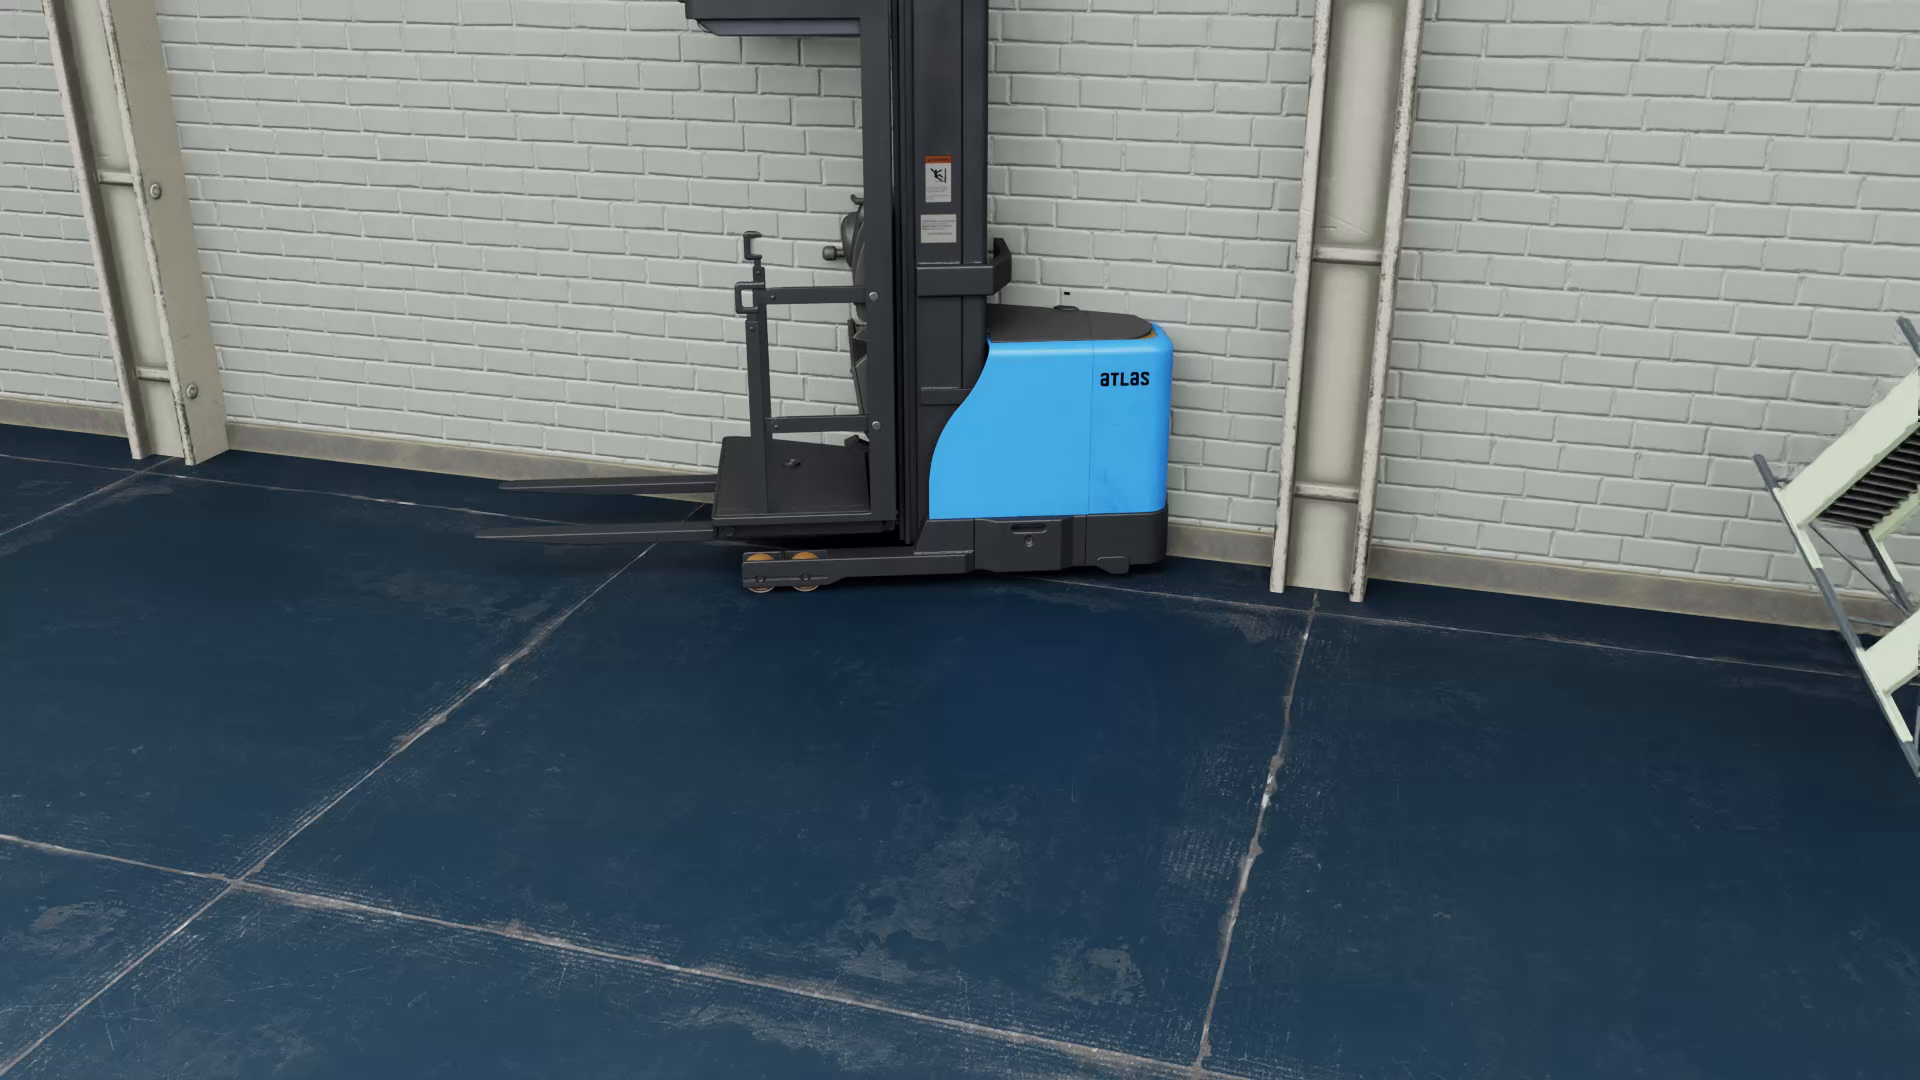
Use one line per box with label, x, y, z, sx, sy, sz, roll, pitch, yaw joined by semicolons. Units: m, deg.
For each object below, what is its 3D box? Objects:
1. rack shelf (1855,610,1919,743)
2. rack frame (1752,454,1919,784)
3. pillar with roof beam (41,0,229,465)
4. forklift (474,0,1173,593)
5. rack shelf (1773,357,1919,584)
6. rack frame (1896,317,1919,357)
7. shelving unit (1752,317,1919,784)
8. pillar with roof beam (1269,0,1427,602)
rack shelf;3.395;0.332;5.389;0.431;0.720;0.370;8;50;-19
rack frame;3.243;0.298;5.854;0.400;0.023;1.500;8;50;-19
pillar with roof beam;-5.408;-3.068;3.391;0.400;9.000;9.100;7;23;16
forklift;-0.627;-1.336;7.165;3.031;2.935;1.130;-2;22;-4
rack shelf;3.328;-0.230;5.829;0.431;0.720;0.370;8;50;-19
rack frame;3.486;-0.146;5.325;0.400;0.023;1.500;8;50;-19
shelving unit;3.364;0.076;5.589;0.431;0.755;1.500;8;50;-19
pillar with roof beam;0.336;-2.410;1.788;0.400;9.000;9.100;7;23;16
